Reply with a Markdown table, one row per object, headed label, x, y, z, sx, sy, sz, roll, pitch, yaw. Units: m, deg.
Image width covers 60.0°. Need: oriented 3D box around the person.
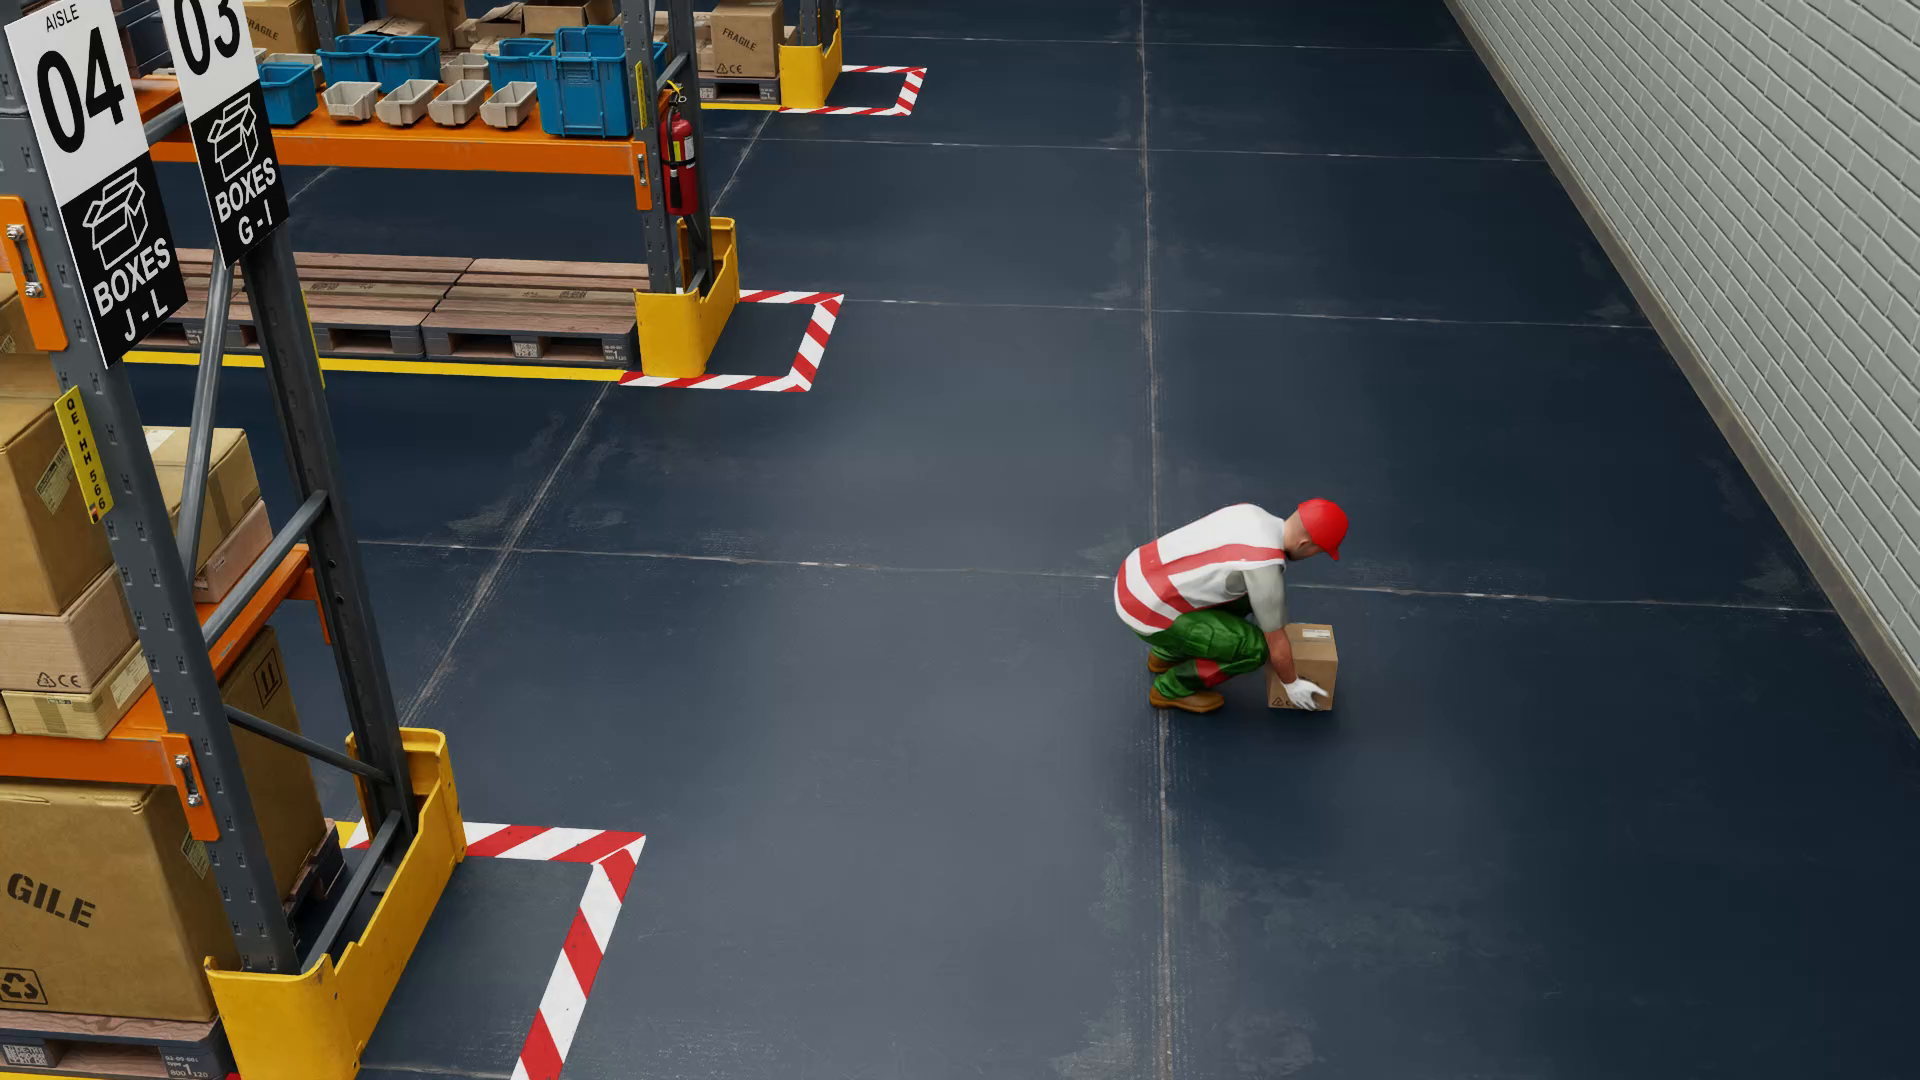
| label | x | y | z | sx | sy | sz | roll | pitch | yaw |
| --- | --- | --- | --- | --- | --- | --- | --- | --- | --- |
| person | 1.061 | 0.231 | 6.624 | 0.889 | 0.878 | 0.563 | 3 | 32 | 4 |
